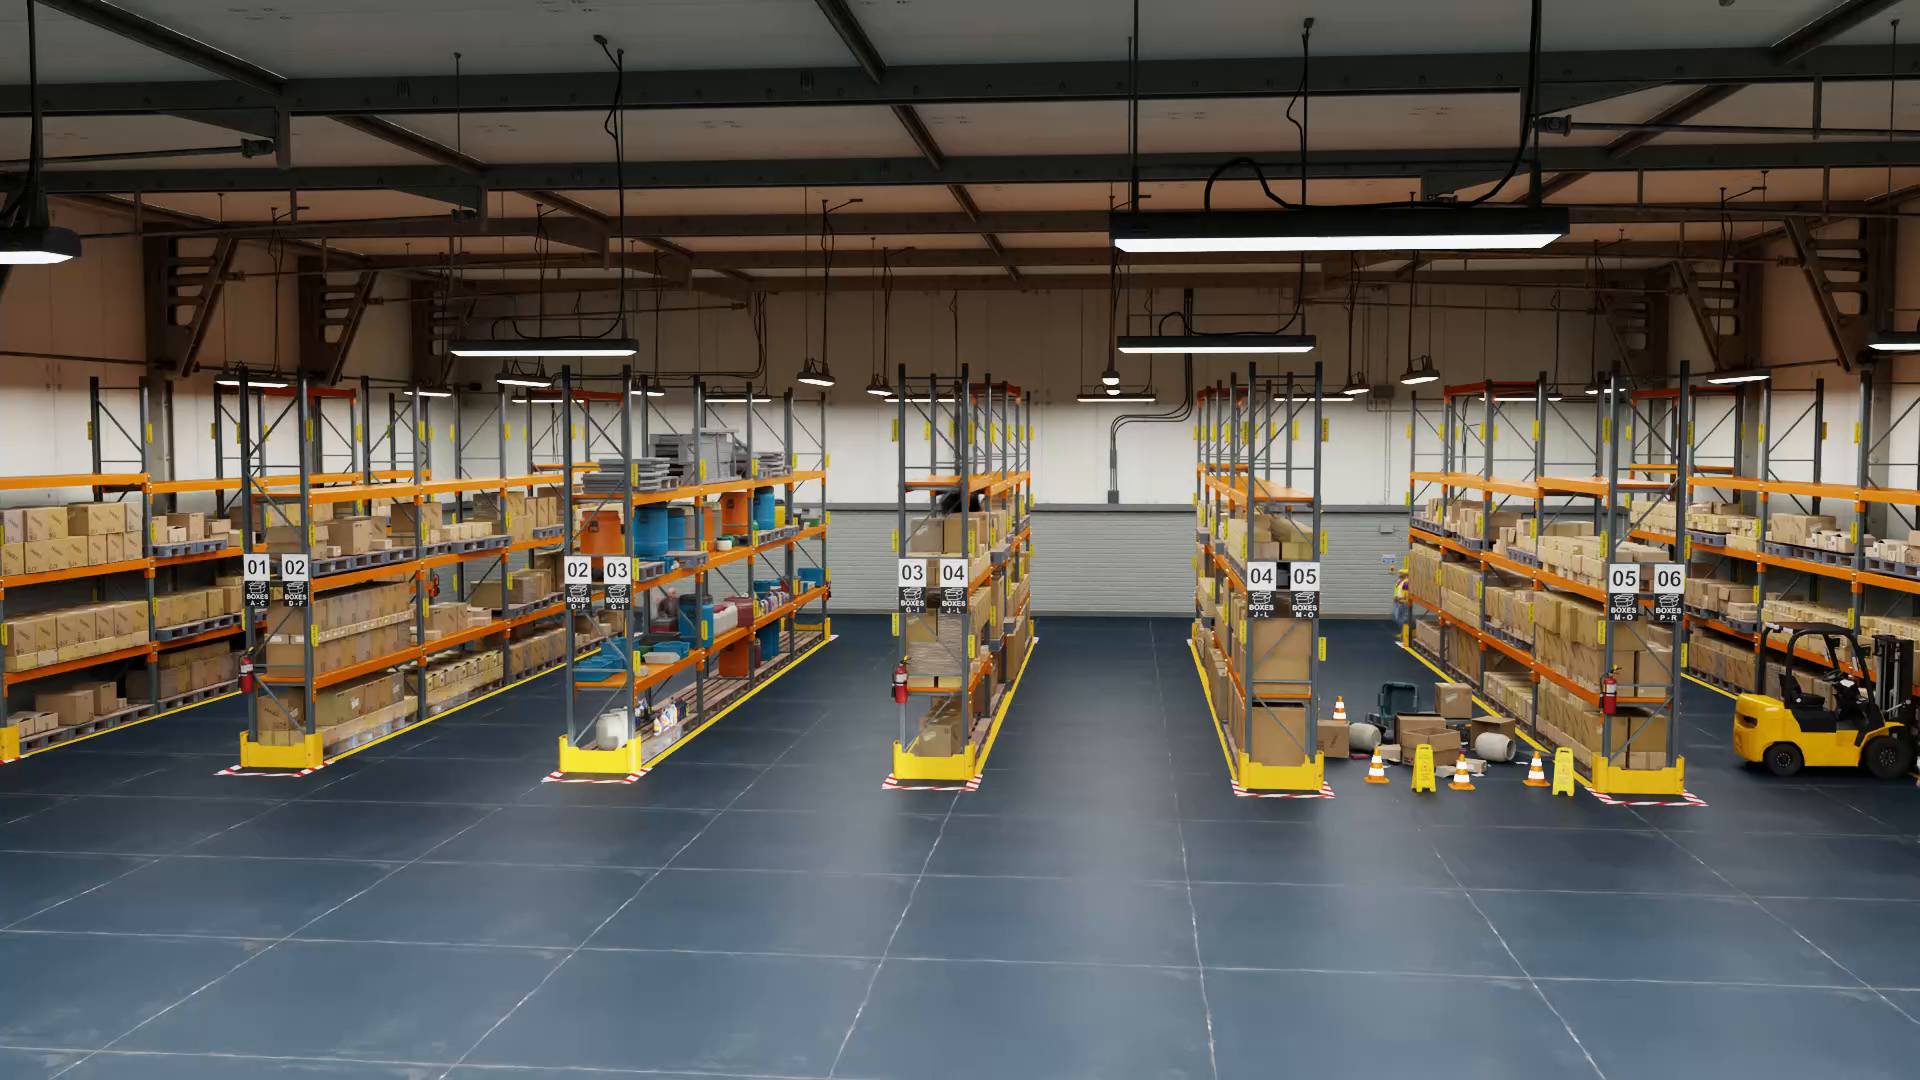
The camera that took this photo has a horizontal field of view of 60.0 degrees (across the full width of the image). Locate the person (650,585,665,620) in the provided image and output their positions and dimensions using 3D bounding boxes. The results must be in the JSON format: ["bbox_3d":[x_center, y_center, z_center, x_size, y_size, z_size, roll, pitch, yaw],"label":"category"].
[{"bbox_3d":[-7.575,1.508,41.651,0.589,1.631,0.585,3,5,37],"label":"person"}]

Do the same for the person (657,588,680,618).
[{"bbox_3d":[-6.128,1.878,35.639,0.700,1.728,0.754,0,4,7],"label":"person"}]

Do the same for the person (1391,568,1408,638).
[{"bbox_3d":[10.854,1.535,40.759,0.587,1.722,0.703,-1,4,-8],"label":"person"}]
